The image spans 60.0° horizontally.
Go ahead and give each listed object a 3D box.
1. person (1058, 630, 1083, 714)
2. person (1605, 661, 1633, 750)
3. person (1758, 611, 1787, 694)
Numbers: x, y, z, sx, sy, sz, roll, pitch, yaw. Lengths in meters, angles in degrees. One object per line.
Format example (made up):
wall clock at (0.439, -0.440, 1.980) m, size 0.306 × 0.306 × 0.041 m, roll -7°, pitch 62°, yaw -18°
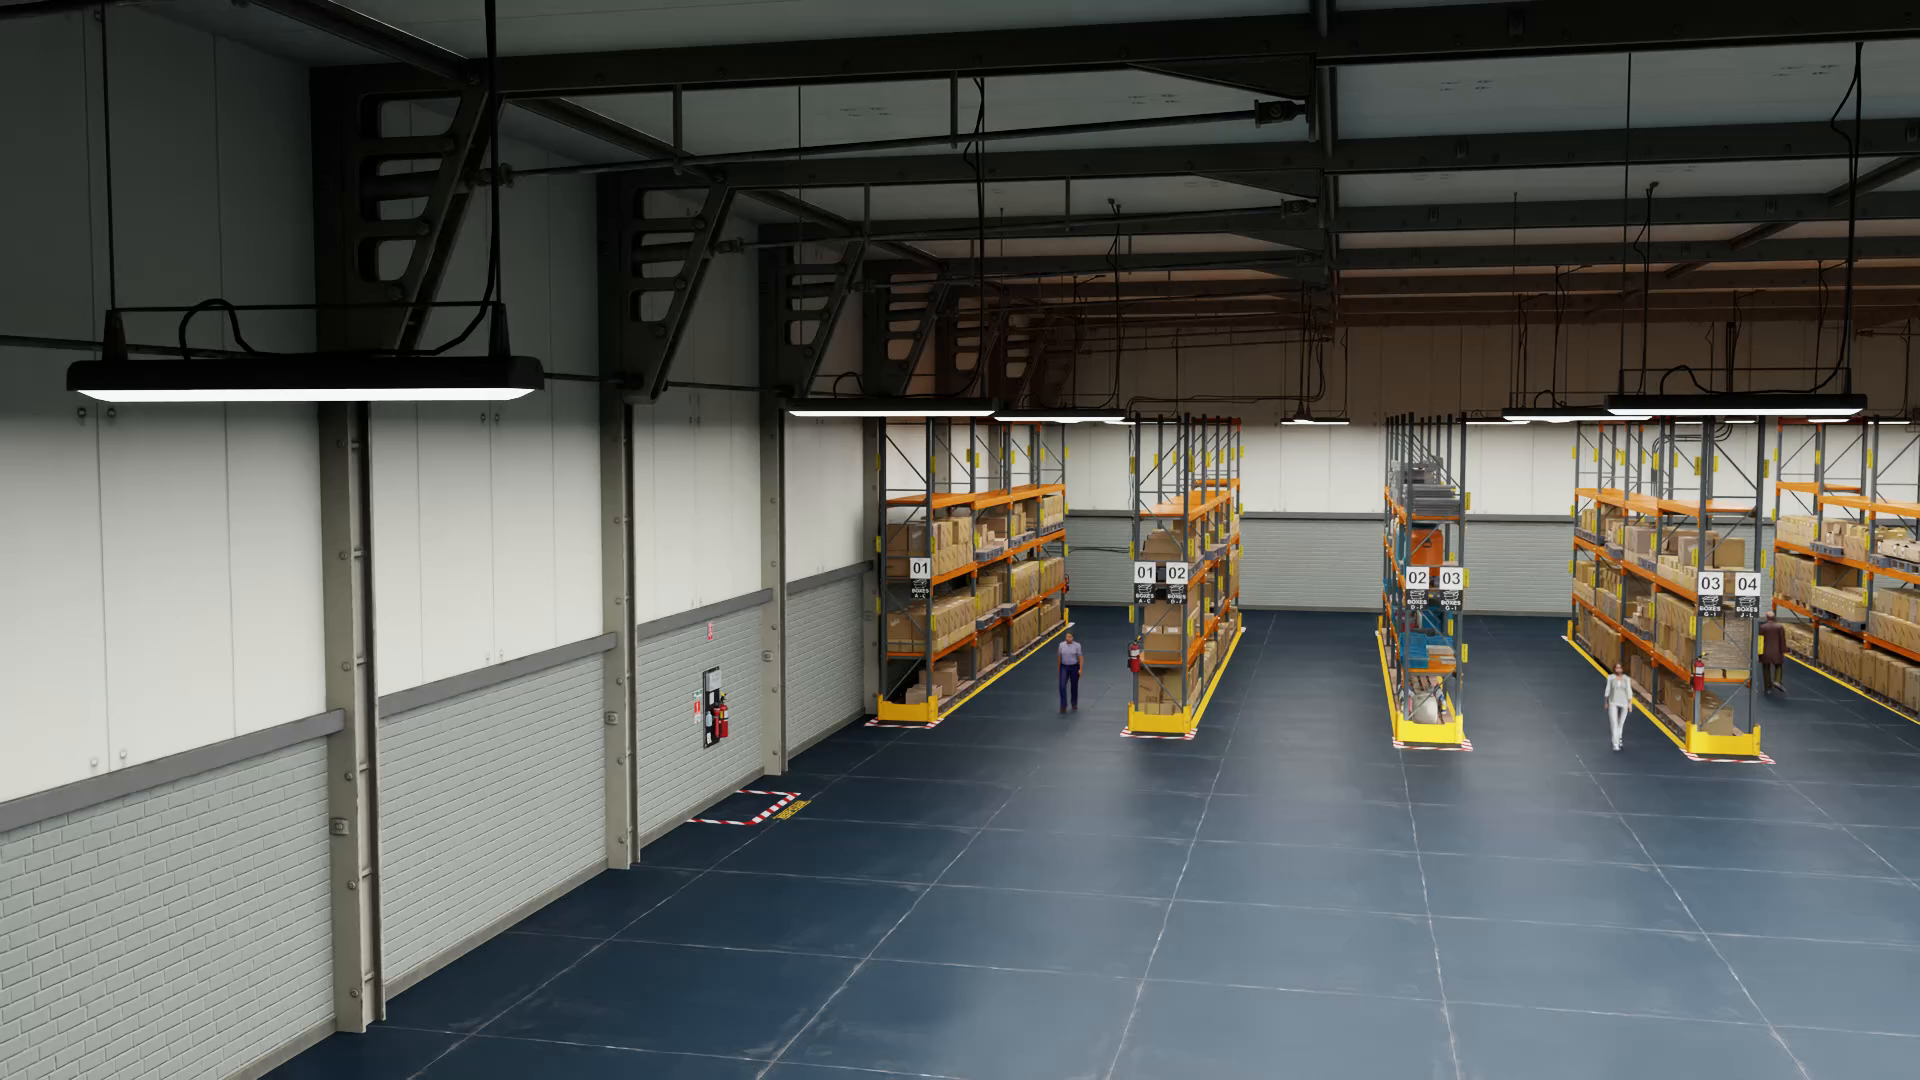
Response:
person at (2.220, 2.643, 33.496) m, size 0.527 × 1.665 × 0.676 m, roll 1°, pitch 4°, yaw 9°
person at (11.701, 2.931, 29.508) m, size 0.434 × 1.547 × 0.946 m, roll 1°, pitch 4°, yaw 13°
person at (17.431, 2.420, 35.742) m, size 0.627 × 1.777 × 0.587 m, roll 1°, pitch 4°, yaw 17°
